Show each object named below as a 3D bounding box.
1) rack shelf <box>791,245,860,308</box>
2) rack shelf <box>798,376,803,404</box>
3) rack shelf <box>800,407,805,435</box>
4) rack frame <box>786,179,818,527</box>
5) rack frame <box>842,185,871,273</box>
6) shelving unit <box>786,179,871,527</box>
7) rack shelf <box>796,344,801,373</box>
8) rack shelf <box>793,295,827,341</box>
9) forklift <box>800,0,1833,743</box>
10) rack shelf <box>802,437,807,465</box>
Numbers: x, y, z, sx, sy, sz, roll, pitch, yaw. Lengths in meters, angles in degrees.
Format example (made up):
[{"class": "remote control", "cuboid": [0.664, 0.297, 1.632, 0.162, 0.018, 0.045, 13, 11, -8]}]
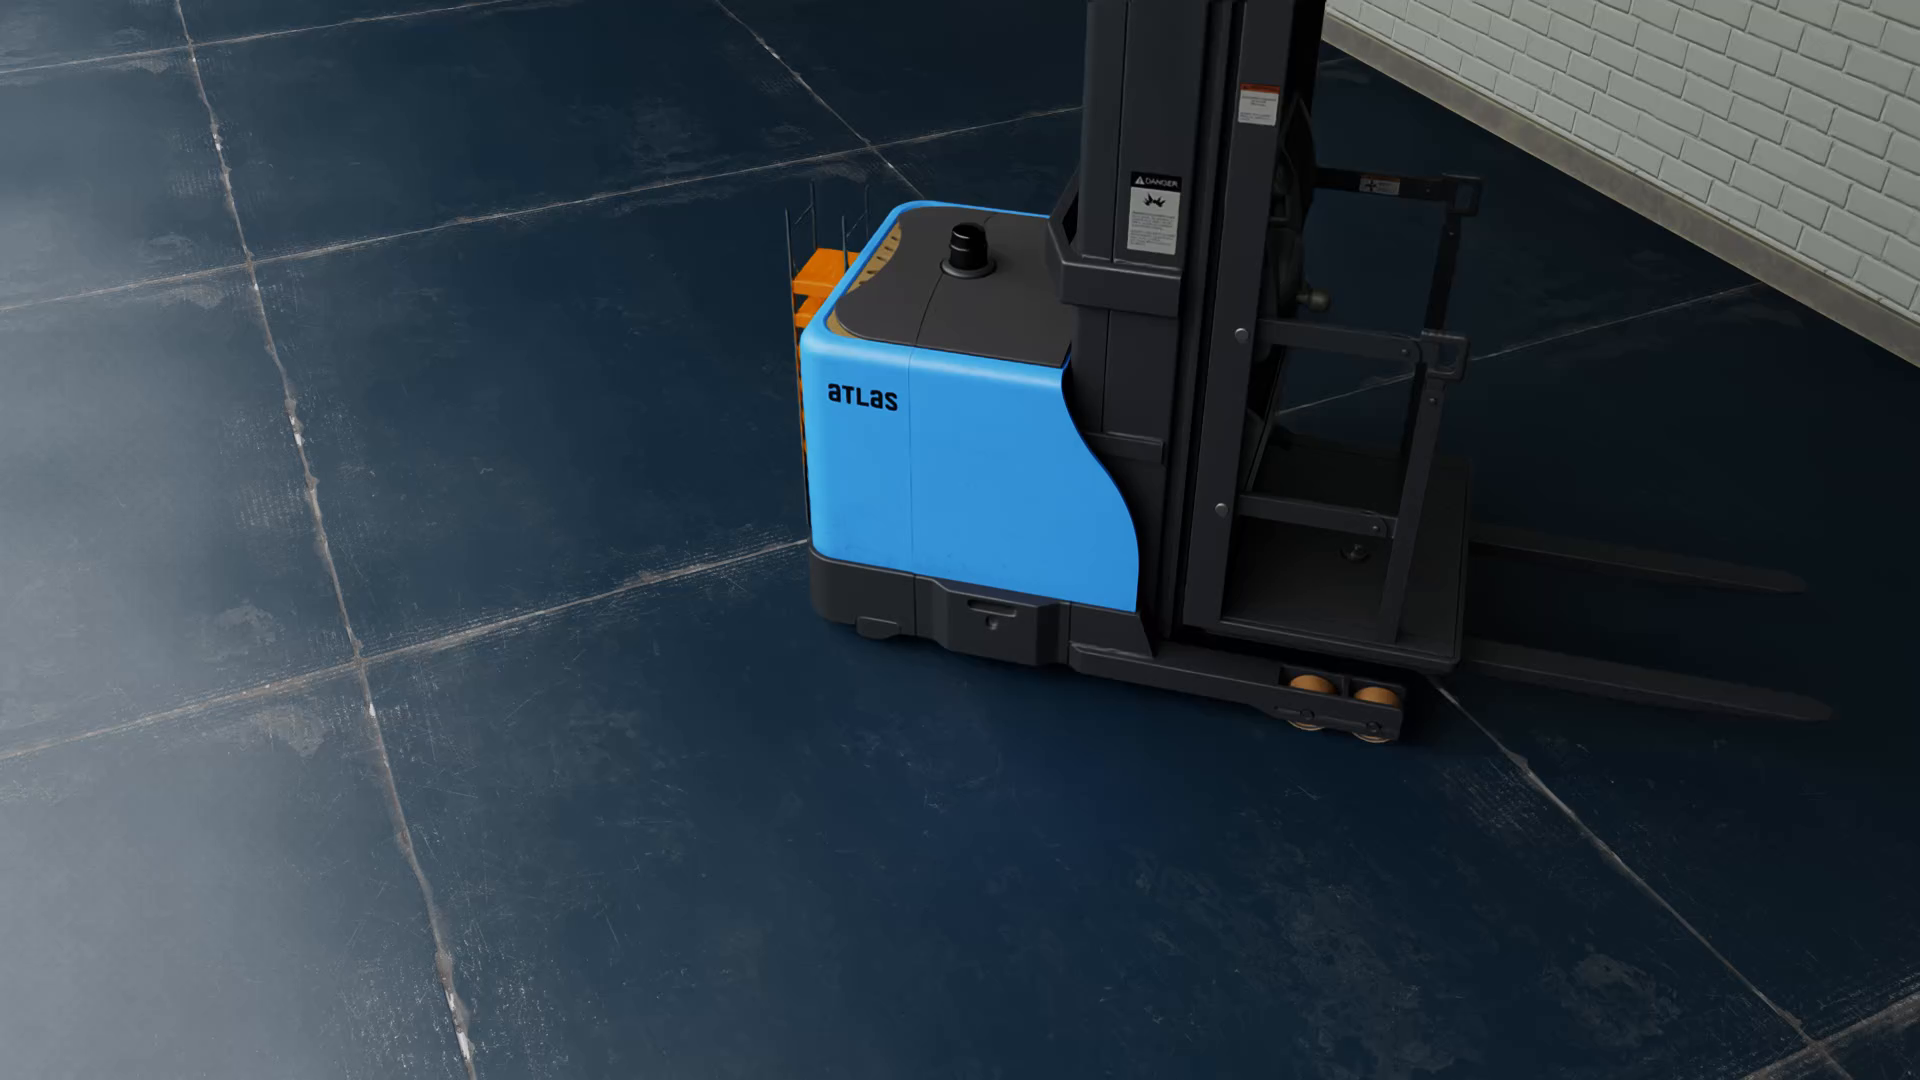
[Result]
[{"class": "rack shelf", "cuboid": [-0.411, -0.836, 5.340, 0.180, 0.103, 0.258, 10, 38, 13]}, {"class": "rack shelf", "cuboid": [-0.411, -0.547, 5.555, 0.180, 0.103, 0.258, 10, 38, 13]}, {"class": "rack shelf", "cuboid": [-0.411, -0.451, 5.626, 0.180, 0.103, 0.258, 10, 38, 13]}, {"class": "rack frame", "cuboid": [-0.499, -0.598, 5.549, 0.006, 1.200, 0.240, 10, 38, 13]}, {"class": "rack frame", "cuboid": [-0.323, -0.568, 5.508, 0.006, 1.200, 0.240, 10, 38, 13]}, {"class": "shelving unit", "cuboid": [-0.411, -0.583, 5.528, 0.189, 1.200, 0.258, 10, 38, 13]}, {"class": "rack shelf", "cuboid": [-0.411, -0.643, 5.483, 0.180, 0.103, 0.258, 10, 38, 13]}, {"class": "rack shelf", "cuboid": [-0.411, -0.740, 5.412, 0.180, 0.103, 0.258, 10, 38, 13]}, {"class": "forklift", "cuboid": [1.098, -0.929, 4.542, 3.031, 2.935, 1.130, 10, 38, 13]}, {"class": "rack shelf", "cuboid": [-0.411, -0.354, 5.698, 0.180, 0.103, 0.258, 10, 38, 13]}]
